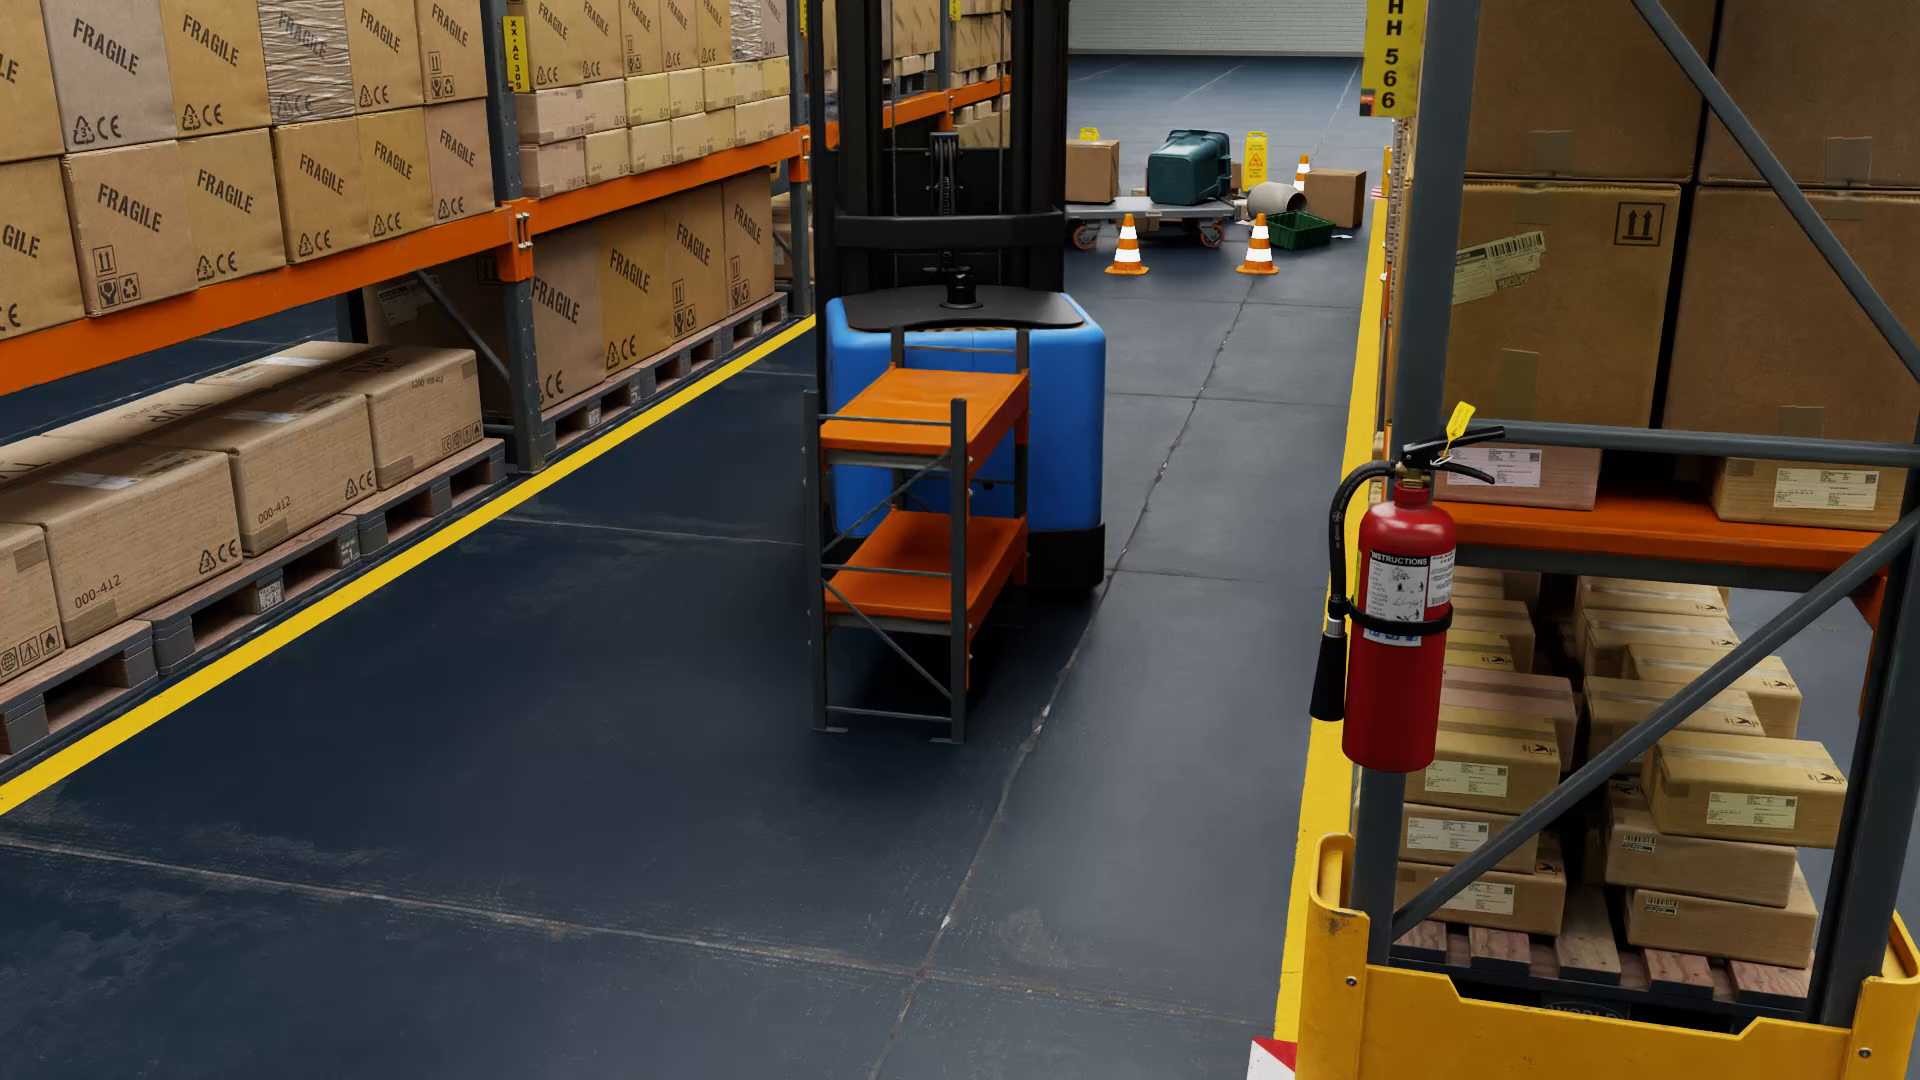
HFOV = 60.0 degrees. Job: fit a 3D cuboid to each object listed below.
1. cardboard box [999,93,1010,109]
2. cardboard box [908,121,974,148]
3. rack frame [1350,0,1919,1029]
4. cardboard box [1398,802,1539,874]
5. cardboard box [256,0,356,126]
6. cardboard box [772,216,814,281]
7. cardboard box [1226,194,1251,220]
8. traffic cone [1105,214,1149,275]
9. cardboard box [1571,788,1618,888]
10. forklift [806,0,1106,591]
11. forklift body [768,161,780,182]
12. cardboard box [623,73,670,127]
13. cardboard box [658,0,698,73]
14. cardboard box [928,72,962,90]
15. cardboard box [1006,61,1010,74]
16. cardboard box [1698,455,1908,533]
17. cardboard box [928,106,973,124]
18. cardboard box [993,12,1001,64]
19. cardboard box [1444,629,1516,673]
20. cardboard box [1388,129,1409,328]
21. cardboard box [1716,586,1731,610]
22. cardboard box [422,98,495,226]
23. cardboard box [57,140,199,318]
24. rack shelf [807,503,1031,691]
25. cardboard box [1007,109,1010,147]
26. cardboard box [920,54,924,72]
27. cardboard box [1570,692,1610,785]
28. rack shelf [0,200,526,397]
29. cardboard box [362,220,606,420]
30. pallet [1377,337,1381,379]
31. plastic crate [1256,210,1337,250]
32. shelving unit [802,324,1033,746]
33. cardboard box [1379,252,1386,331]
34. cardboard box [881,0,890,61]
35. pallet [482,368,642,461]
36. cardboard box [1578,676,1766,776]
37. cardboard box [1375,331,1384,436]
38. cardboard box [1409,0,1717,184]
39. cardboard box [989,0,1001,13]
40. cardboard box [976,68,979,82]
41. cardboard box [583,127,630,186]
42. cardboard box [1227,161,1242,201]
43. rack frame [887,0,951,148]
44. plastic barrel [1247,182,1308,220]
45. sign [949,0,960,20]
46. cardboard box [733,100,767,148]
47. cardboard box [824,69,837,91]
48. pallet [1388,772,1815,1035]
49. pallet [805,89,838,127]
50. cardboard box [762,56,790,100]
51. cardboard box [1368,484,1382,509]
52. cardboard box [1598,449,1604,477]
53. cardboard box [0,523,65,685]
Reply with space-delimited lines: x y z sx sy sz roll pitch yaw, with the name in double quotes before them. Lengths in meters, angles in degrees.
"cardboard box" 0.361 -4.636 17.561 0.380 0.149 0.250 5 19 14
"cardboard box" -0.179 -3.710 15.852 0.500 0.500 0.500 6 20 16
"rack frame" 1.308 -0.173 3.054 1.000 3.000 0.127 5 19 13
"cardboard box" 1.160 0.648 3.949 0.380 0.149 0.250 4 19 12
"cardboard box" -2.634 -1.818 6.169 0.500 0.500 0.500 5 19 14
"cardboard box" -1.414 -2.171 12.320 0.950 0.372 0.625 3 19 10
"cardboard box" 2.874 -3.325 16.511 0.396 0.266 0.258 8 21 23
"traffic cone" 1.369 -2.424 13.569 0.336 0.463 0.334 5 19 13
"cardboard box" 1.731 0.750 4.113 0.380 0.149 0.250 5 19 13
"forklift" -0.120 -1.603 7.347 1.130 2.935 3.031 -2 19 -6
"forklift body" -3.116 -4.798 17.908 2.313 2.155 1.214 5 19 13
"cardboard box" -1.909 -2.389 9.000 0.500 0.250 0.500 5 19 14
"cardboard box" -1.810 -2.903 9.345 0.500 0.500 0.500 4 19 12
"cardboard box" -0.197 -4.248 15.373 0.380 0.149 0.250 5 19 13
"cardboard box" 0.437 -5.045 17.705 0.380 0.149 0.250 5 19 14
"cardboard box" 1.705 -0.130 3.316 0.380 0.149 0.250 4 19 13
"cardboard box" -0.090 -4.051 15.848 0.380 0.149 0.250 5 19 14
"cardboard box" 0.133 -5.073 16.785 0.500 0.500 0.500 5 19 14
"cardboard box" 1.249 0.344 4.380 0.380 0.149 0.250 4 19 12
"cardboard box" 1.414 -0.843 4.401 0.500 0.500 0.500 5 19 14
"cardboard box" 2.068 0.144 4.965 0.380 0.149 0.250 5 19 14
"cardboard box" -2.405 -1.668 7.276 0.500 0.500 0.500 5 19 14
"cardboard box" -2.883 -1.026 5.397 0.500 0.500 0.500 5 19 13
"rack shelf" -0.114 0.170 5.705 0.538 0.278 1.000 4 19 12
"cardboard box" 0.326 -4.364 17.768 0.500 0.500 0.500 5 20 15
"cardboard box" -0.524 -4.109 14.316 0.380 0.149 0.250 4 19 12
"cardboard box" 1.781 0.527 4.304 0.380 0.149 0.250 5 19 14
"rack shelf" -3.028 -0.819 6.058 1.077 0.370 4.000 5 19 13
"cardboard box" -2.465 -1.180 8.640 0.875 0.875 0.875 5 20 15
"pallet" 3.070 -1.116 10.129 1.003 0.211 1.213 5 19 13
"plastic crate" 3.012 -2.789 14.974 0.450 0.188 0.662 29 33 36
"shelving unit" -0.114 -0.061 5.626 0.538 1.125 1.048 4 19 12
"cardboard box" 2.843 -1.495 10.141 0.500 0.500 0.500 4 19 11
"cardboard box" -0.854 -4.037 13.100 0.500 0.500 0.500 4 19 11
"pallet" -2.424 -0.714 8.953 1.003 0.211 1.213 5 19 13
"cardboard box" 1.716 0.462 4.034 0.380 0.149 0.250 5 19 14
"cardboard box" 2.222 -0.695 7.798 0.500 0.500 0.500 4 19 12
"cardboard box" 1.179 -0.998 3.306 0.500 0.500 0.500 4 19 12
"cardboard box" 0.028 -5.389 16.164 0.700 0.500 0.500 4 19 12
"cardboard box" -0.021 -4.578 16.339 0.380 0.149 0.250 5 19 13
"cardboard box" -2.051 -1.995 8.619 0.500 0.250 0.500 4 19 12
"cardboard box" 2.419 -3.616 16.995 0.797 0.503 0.637 -9 21 -24
"rack frame" -0.585 -4.294 15.118 1.000 3.000 0.127 5 19 13
"plastic barrel" 3.030 -3.192 15.878 0.421 0.421 0.512 -13 23 -34
"sign" -0.046 -4.799 14.805 0.100 0.325 0.005 5 19 13
"cardboard box" -1.543 -2.629 10.475 0.500 0.250 0.500 5 19 14
"cardboard box" -1.089 -3.375 12.167 0.380 0.149 0.250 3 19 10
"pallet" 1.560 0.871 4.312 1.003 0.211 1.213 5 19 13
"pallet" -1.491 -3.181 12.157 1.213 0.211 1.003 5 19 13
"cardboard box" -1.434 -3.034 10.887 0.500 0.250 0.500 5 19 13
"cardboard box" 1.820 -0.104 6.614 0.380 0.149 0.250 5 20 15
"cardboard box" 1.211 -0.254 3.679 0.380 0.149 0.250 5 19 13
"cardboard box" -3.452 0.266 5.081 0.875 0.438 0.875 4 19 12
